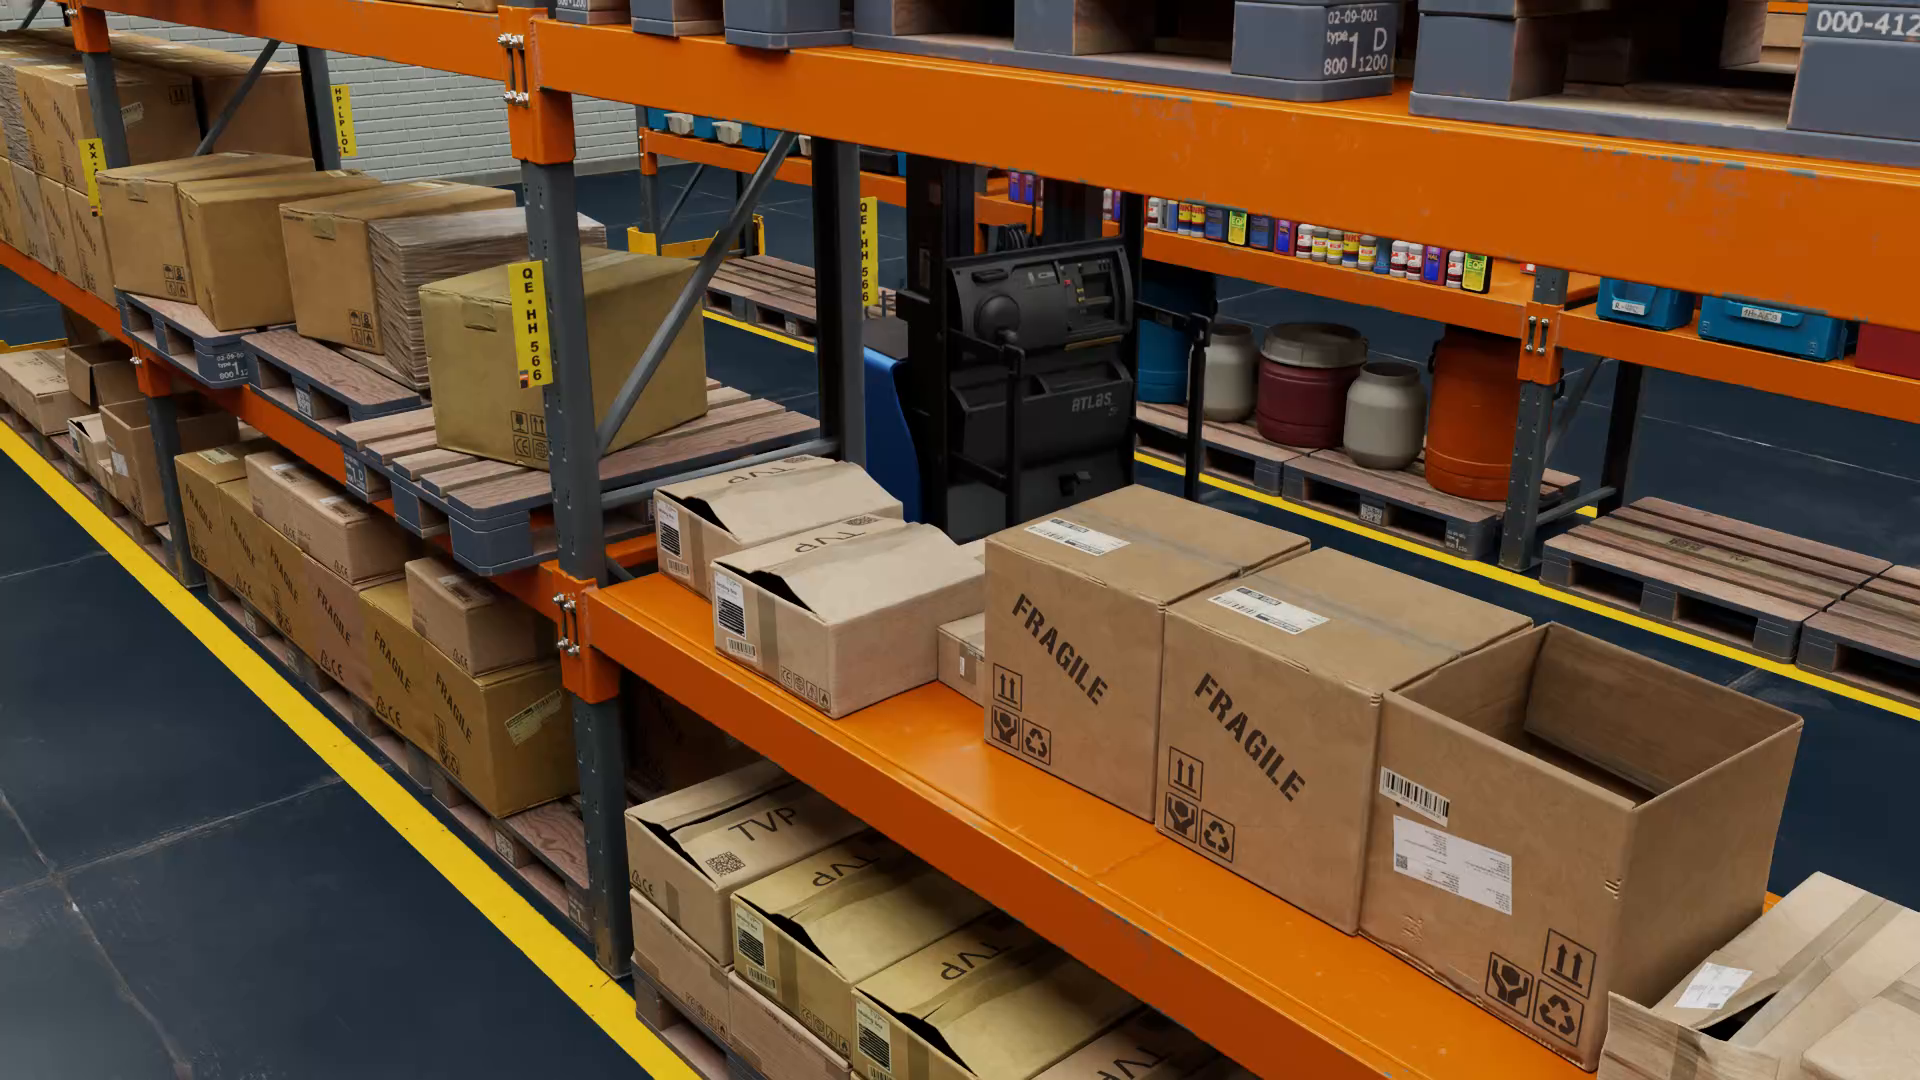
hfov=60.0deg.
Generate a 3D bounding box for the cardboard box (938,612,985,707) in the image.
[{"bbox_3d":[0.170,0.269,4.029,0.380,0.149,0.250,-15,26,-34],"label":"cardboard box"}]

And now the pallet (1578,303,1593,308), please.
[{"bbox_3d":[5.552,-1.819,12.838,1.003,0.211,1.213,-17,27,-37],"label":"pallet"}]

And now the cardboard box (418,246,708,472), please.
[{"bbox_3d":[-1.202,-0.576,5.130,0.500,0.500,0.700,12,24,28],"label":"cardboard box"}]

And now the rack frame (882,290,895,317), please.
[{"bbox_3d":[-0.295,-0.728,8.698,0.240,1.200,0.006,-13,25,-31],"label":"rack frame"}]

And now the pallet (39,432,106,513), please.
[{"bbox_3d":[-4.564,-0.521,9.525,1.003,0.211,1.213,-17,27,-37],"label":"pallet"}]

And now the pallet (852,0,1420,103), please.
[{"bbox_3d":[0.538,-1.022,3.125,1.003,0.211,1.213,-16,26,-35],"label":"pallet"}]

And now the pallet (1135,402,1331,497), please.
[{"bbox_3d":[1.711,-0.612,9.756,1.003,0.211,1.213,-17,27,-37],"label":"pallet"}]

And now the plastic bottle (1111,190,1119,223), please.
[{"bbox_3d":[0.935,-1.968,9.555,0.061,0.283,0.133,-17,27,-37],"label":"plastic bottle"}]

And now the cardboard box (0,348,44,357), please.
[{"bbox_3d":[-5.914,-1.077,10.428,0.380,0.149,0.250,-17,27,-37],"label":"cardboard box"}]

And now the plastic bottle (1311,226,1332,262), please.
[{"bbox_3d":[1.869,-1.544,8.587,0.097,0.201,0.097,0,21,0],"label":"plastic bottle"}]

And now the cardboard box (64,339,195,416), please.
[{"bbox_3d":[-4.547,-0.853,9.368,0.797,0.503,0.637,-17,27,-37],"label":"cardboard box"}]

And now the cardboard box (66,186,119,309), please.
[{"bbox_3d":[-3.837,-1.416,7.849,0.500,0.500,0.500,-17,27,-37],"label":"cardboard box"}]

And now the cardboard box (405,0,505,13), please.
[{"bbox_3d":[-1.016,-1.743,4.571,0.910,0.500,0.500,-17,27,-37],"label":"cardboard box"}]

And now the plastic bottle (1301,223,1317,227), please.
[{"bbox_3d":[1.978,-1.894,9.274,0.144,0.351,0.185,-17,27,-37],"label":"plastic bottle"}]

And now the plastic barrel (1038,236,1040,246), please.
[{"bbox_3d":[0.781,-1.535,10.591,0.600,0.901,0.708,-17,27,-37],"label":"plastic barrel"}]

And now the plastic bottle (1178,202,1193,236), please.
[{"bbox_3d":[1.263,-1.834,9.229,0.097,0.271,0.097,0,21,0],"label":"plastic bottle"}]

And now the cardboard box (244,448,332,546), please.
[{"bbox_3d":[-2.532,-0.215,6.715,0.500,0.250,0.500,-17,27,-37],"label":"cardboard box"}]

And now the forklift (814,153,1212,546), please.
[{"bbox_3d":[0.490,-1.059,7.168,1.130,2.935,3.031,-13,25,-31],"label":"forklift"}]

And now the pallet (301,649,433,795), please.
[{"bbox_3d":[-1.956,0.559,6.767,1.003,0.211,1.213,-17,27,-37],"label":"pallet"}]

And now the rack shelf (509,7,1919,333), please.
[{"bbox_3d":[0.600,-0.696,3.022,1.077,0.370,4.000,-17,27,-37],"label":"rack shelf"}]

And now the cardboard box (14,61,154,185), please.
[{"bbox_3d":[-4.179,-2.023,8.029,0.500,0.500,0.500,-18,28,-38],"label":"cardboard box"}]

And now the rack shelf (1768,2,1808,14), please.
[{"bbox_3d":[4.355,-1.875,6.030,1.077,0.370,4.000,-17,27,-37],"label":"rack shelf"}]

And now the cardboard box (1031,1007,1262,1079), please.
[{"bbox_3d":[0.431,1.278,3.535,0.500,0.311,0.500,-18,28,-38],"label":"cardboard box"}]

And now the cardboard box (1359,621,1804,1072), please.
[{"bbox_3d":[1.073,0.510,2.932,0.500,0.500,0.500,-15,26,-34],"label":"cardboard box"}]

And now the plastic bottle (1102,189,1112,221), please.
[{"bbox_3d":[0.873,-1.966,9.663,0.097,0.201,0.097,0,21,0],"label":"plastic bottle"}]

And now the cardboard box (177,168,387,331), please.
[{"bbox_3d":[-2.680,-1.175,6.659,0.700,0.500,0.500,-13,25,-29],"label":"cardboard box"}]

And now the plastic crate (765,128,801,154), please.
[{"bbox_3d":[-1.205,-2.932,12.005,0.416,0.233,0.300,-17,27,-37],"label":"plastic crate"}]

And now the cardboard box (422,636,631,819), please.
[{"bbox_3d":[-1.494,0.569,5.742,0.500,0.500,0.500,-16,27,-35],"label":"cardboard box"}]

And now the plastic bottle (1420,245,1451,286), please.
[{"bbox_3d":[2.312,-1.385,8.067,0.061,0.283,0.133,-17,27,-37],"label":"plastic bottle"}]

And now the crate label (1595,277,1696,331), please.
[{"bbox_3d":[3.041,-1.082,7.363,0.303,0.233,0.416,-17,27,-37],"label":"crate label"}]

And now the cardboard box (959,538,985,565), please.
[{"bbox_3d":[0.091,0.112,4.428,0.380,0.149,0.250,-17,27,-37],"label":"cardboard box"}]

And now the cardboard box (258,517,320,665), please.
[{"bbox_3d":[-2.508,0.143,6.830,0.500,0.500,0.500,-17,27,-37],"label":"cardboard box"}]

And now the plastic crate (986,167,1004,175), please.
[{"bbox_3d":[0.243,-2.538,11.131,0.396,0.136,0.243,-17,27,-37],"label":"plastic crate"}]

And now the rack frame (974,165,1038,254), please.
[{"bbox_3d":[0.439,-2.471,10.679,1.000,3.000,0.127,-17,27,-37],"label":"rack frame"}]

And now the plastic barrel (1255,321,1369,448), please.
[{"bbox_3d":[1.980,-0.881,9.352,0.600,0.588,0.708,-17,27,-37],"label":"plastic barrel"}]

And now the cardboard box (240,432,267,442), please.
[{"bbox_3d":[-3.426,-0.413,8.508,0.500,0.311,0.500,-17,27,-37],"label":"cardboard box"}]

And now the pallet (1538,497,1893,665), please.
[{"bbox_3d":[3.526,0.156,7.795,1.003,0.211,1.213,-17,27,-37],"label":"pallet"}]

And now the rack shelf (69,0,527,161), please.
[{"bbox_3d":[-2.011,-1.802,5.844,1.077,0.370,4.000,-17,27,-37],"label":"rack shelf"}]

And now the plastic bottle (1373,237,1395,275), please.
[{"bbox_3d":[2.123,-1.469,8.299,0.097,0.271,0.097,0,21,0],"label":"plastic bottle"}]

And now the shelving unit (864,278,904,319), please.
[{"bbox_3d":[-0.345,-0.756,8.769,0.258,1.200,0.189,-13,25,-31],"label":"shelving unit"}]

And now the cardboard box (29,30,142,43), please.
[{"bbox_3d":[-5.098,-2.713,9.789,0.500,0.500,0.500,-17,27,-36],"label":"cardboard box"}]

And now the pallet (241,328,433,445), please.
[{"bbox_3d":[-1.978,-0.634,6.253,1.003,0.211,1.213,-17,27,-37],"label":"pallet"}]

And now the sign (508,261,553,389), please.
[{"bbox_3d":[-1.110,-0.558,4.316,0.100,0.325,0.005,-17,27,-37],"label":"sign"}]

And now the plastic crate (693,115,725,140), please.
[{"bbox_3d":[-1.831,-3.197,12.681,0.416,0.233,0.300,-17,27,-37],"label":"plastic crate"}]

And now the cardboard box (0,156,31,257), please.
[{"bbox_3d":[-4.846,-1.840,8.931,0.500,0.500,0.500,-17,27,-37],"label":"cardboard box"}]

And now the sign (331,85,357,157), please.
[{"bbox_3d":[-2.898,-1.965,7.799,0.100,0.325,0.005,-17,27,-37],"label":"sign"}]

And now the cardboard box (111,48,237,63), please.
[{"bbox_3d":[-4.083,-2.286,8.700,0.500,0.500,0.500,-18,28,-39],"label":"cardboard box"}]

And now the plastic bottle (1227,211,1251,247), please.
[{"bbox_3d":[1.509,-1.725,8.935,0.061,0.283,0.133,-17,27,-37],"label":"plastic bottle"}]

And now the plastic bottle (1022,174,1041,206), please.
[{"bbox_3d":[0.442,-2.176,10.088,0.061,0.283,0.133,-17,27,-37],"label":"plastic bottle"}]

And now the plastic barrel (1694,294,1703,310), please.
[{"bbox_3d":[3.582,-1.373,7.689,0.600,0.536,0.708,-17,27,-37],"label":"plastic barrel"}]

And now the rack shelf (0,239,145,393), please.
[{"bbox_3d":[-4.622,-1.510,9.213,1.077,0.370,4.000,-17,27,-37],"label":"rack shelf"}]

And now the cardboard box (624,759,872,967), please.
[{"bbox_3d":[-0.586,0.851,4.624,0.500,0.311,0.500,-16,27,-36],"label":"cardboard box"}]

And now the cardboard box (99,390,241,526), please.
[{"bbox_3d":[-3.903,-0.423,8.276,0.500,0.500,0.500,-17,27,-37],"label":"cardboard box"}]

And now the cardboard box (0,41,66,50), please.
[{"bbox_3d":[-5.168,-2.442,9.098,0.500,0.500,0.500,-17,27,-37],"label":"cardboard box"}]

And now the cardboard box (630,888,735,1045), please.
[{"bbox_3d":[-0.586,1.112,4.726,0.500,0.250,0.500,-18,27,-38],"label":"cardboard box"}]

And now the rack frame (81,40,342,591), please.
[{"bbox_3d":[-3.316,-1.292,7.671,1.000,3.000,0.127,-17,27,-37],"label":"rack frame"}]
